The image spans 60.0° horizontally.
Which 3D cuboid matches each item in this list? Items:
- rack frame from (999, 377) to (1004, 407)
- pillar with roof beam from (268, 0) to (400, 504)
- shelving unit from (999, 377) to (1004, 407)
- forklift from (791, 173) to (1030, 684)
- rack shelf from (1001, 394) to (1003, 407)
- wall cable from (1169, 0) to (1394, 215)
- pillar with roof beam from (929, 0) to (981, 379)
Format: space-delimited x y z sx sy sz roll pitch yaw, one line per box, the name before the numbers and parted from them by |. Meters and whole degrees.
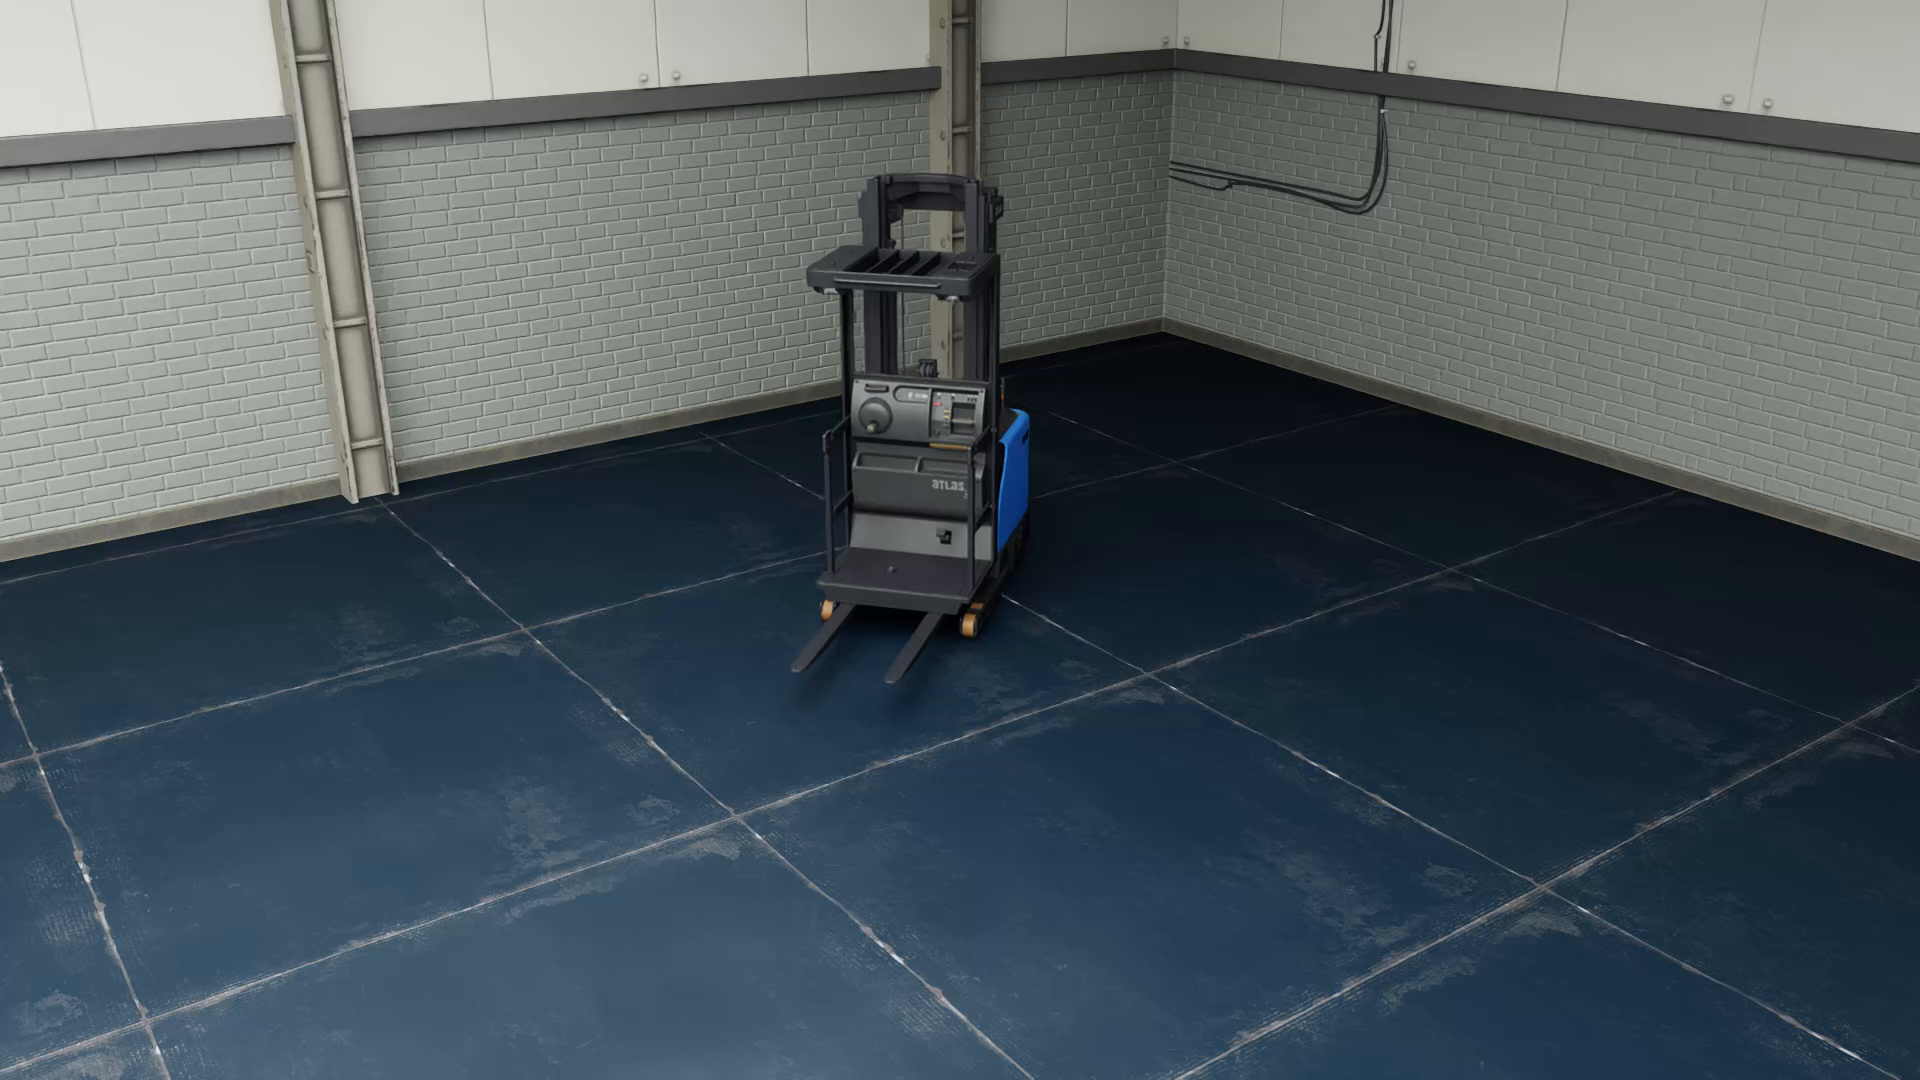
rack frame | 0.292 -0.731 13.109 0.015 1.200 0.240 -8 23 -19
pillar with roof beam | -2.402 -3.271 8.952 0.400 9.000 9.100 -15 26 -33
shelving unit | 0.064 -0.698 13.028 0.503 1.200 0.258 -8 23 -19
forklift | -0.337 -0.859 11.094 1.130 2.935 3.031 6 22 14
rack shelf | 0.064 -1.063 12.882 0.480 0.148 0.258 -8 23 -19
wall cable | 3.117 -4.663 16.629 0.112 2.526 3.097 -15 26 -33
pillar with roof beam | 2.468 -4.570 12.207 0.400 9.000 9.100 -15 26 -33
